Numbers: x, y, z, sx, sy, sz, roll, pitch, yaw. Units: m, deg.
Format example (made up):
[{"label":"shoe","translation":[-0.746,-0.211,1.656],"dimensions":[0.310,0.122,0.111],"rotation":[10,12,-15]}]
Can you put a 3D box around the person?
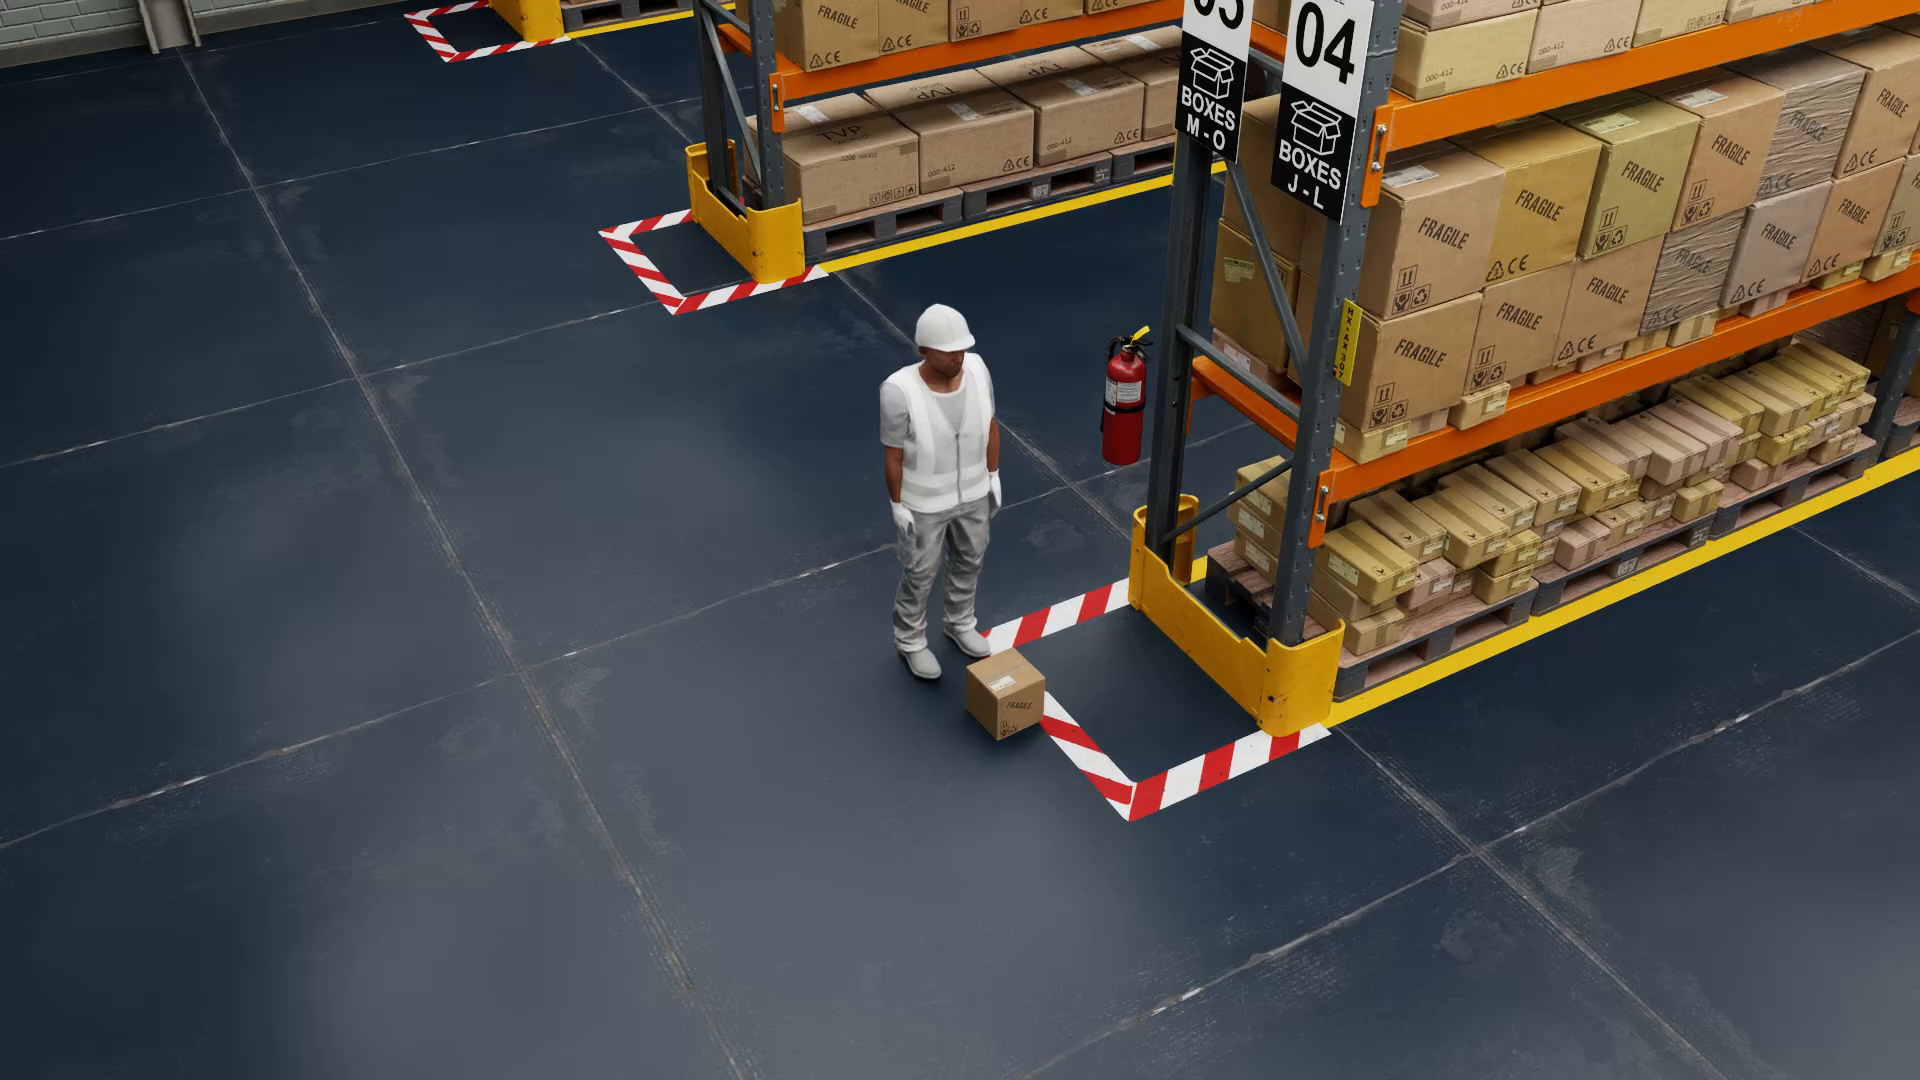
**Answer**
[{"label":"person","translation":[-0.065,-0.206,7.191],"dimensions":[0.545,1.782,0.354],"rotation":[-19,41,-24]}]
